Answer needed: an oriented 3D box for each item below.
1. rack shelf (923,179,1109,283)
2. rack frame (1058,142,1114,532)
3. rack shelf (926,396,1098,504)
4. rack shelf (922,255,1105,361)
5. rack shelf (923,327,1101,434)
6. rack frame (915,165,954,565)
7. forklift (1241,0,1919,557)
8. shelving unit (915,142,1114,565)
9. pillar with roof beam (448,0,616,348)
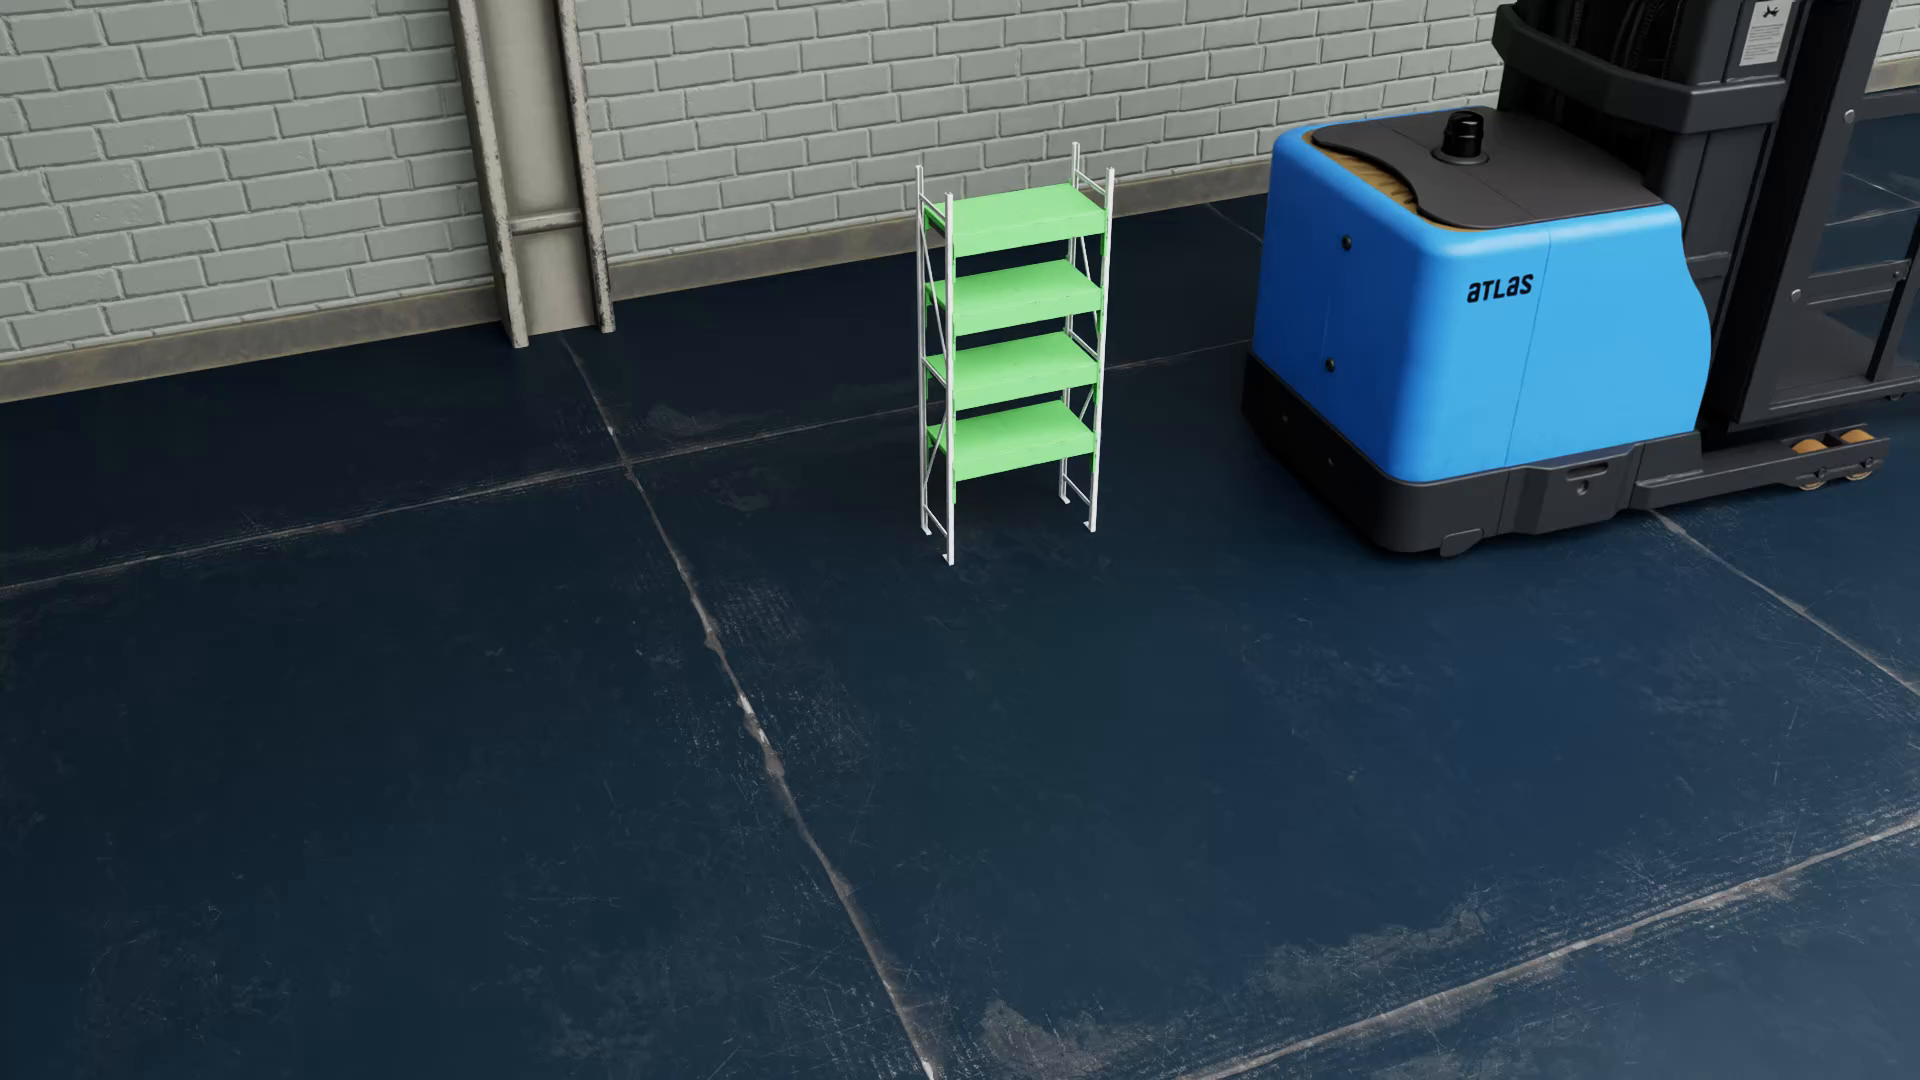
[{"bbox_3d":[0.153,-0.887,4.750,0.480,0.148,0.258,-13,35,-19],"label":"rack shelf"},{"bbox_3d":[0.378,-0.589,5.056,0.015,1.200,0.240,-13,35,-19],"label":"rack frame"},{"bbox_3d":[0.153,-0.283,5.142,0.480,0.148,0.258,-13,35,-19],"label":"rack shelf"},{"bbox_3d":[0.153,-0.685,4.880,0.480,0.148,0.258,-13,35,-19],"label":"rack shelf"},{"bbox_3d":[0.153,-0.484,5.011,0.480,0.148,0.258,-13,35,-19],"label":"rack shelf"},{"bbox_3d":[-0.072,-0.486,4.897,0.015,1.200,0.240,-13,35,-19],"label":"rack frame"},{"bbox_3d":[2.556,-1.654,5.104,3.031,2.935,1.130,-11,35,-16],"label":"forklift"},{"bbox_3d":[0.153,-0.538,4.976,0.503,1.200,0.258,-13,35,-19],"label":"shelving unit"},{"bbox_3d":[0.078,-2.461,0.781,0.400,9.000,9.100,-13,35,-19],"label":"pillar with roof beam"}]
